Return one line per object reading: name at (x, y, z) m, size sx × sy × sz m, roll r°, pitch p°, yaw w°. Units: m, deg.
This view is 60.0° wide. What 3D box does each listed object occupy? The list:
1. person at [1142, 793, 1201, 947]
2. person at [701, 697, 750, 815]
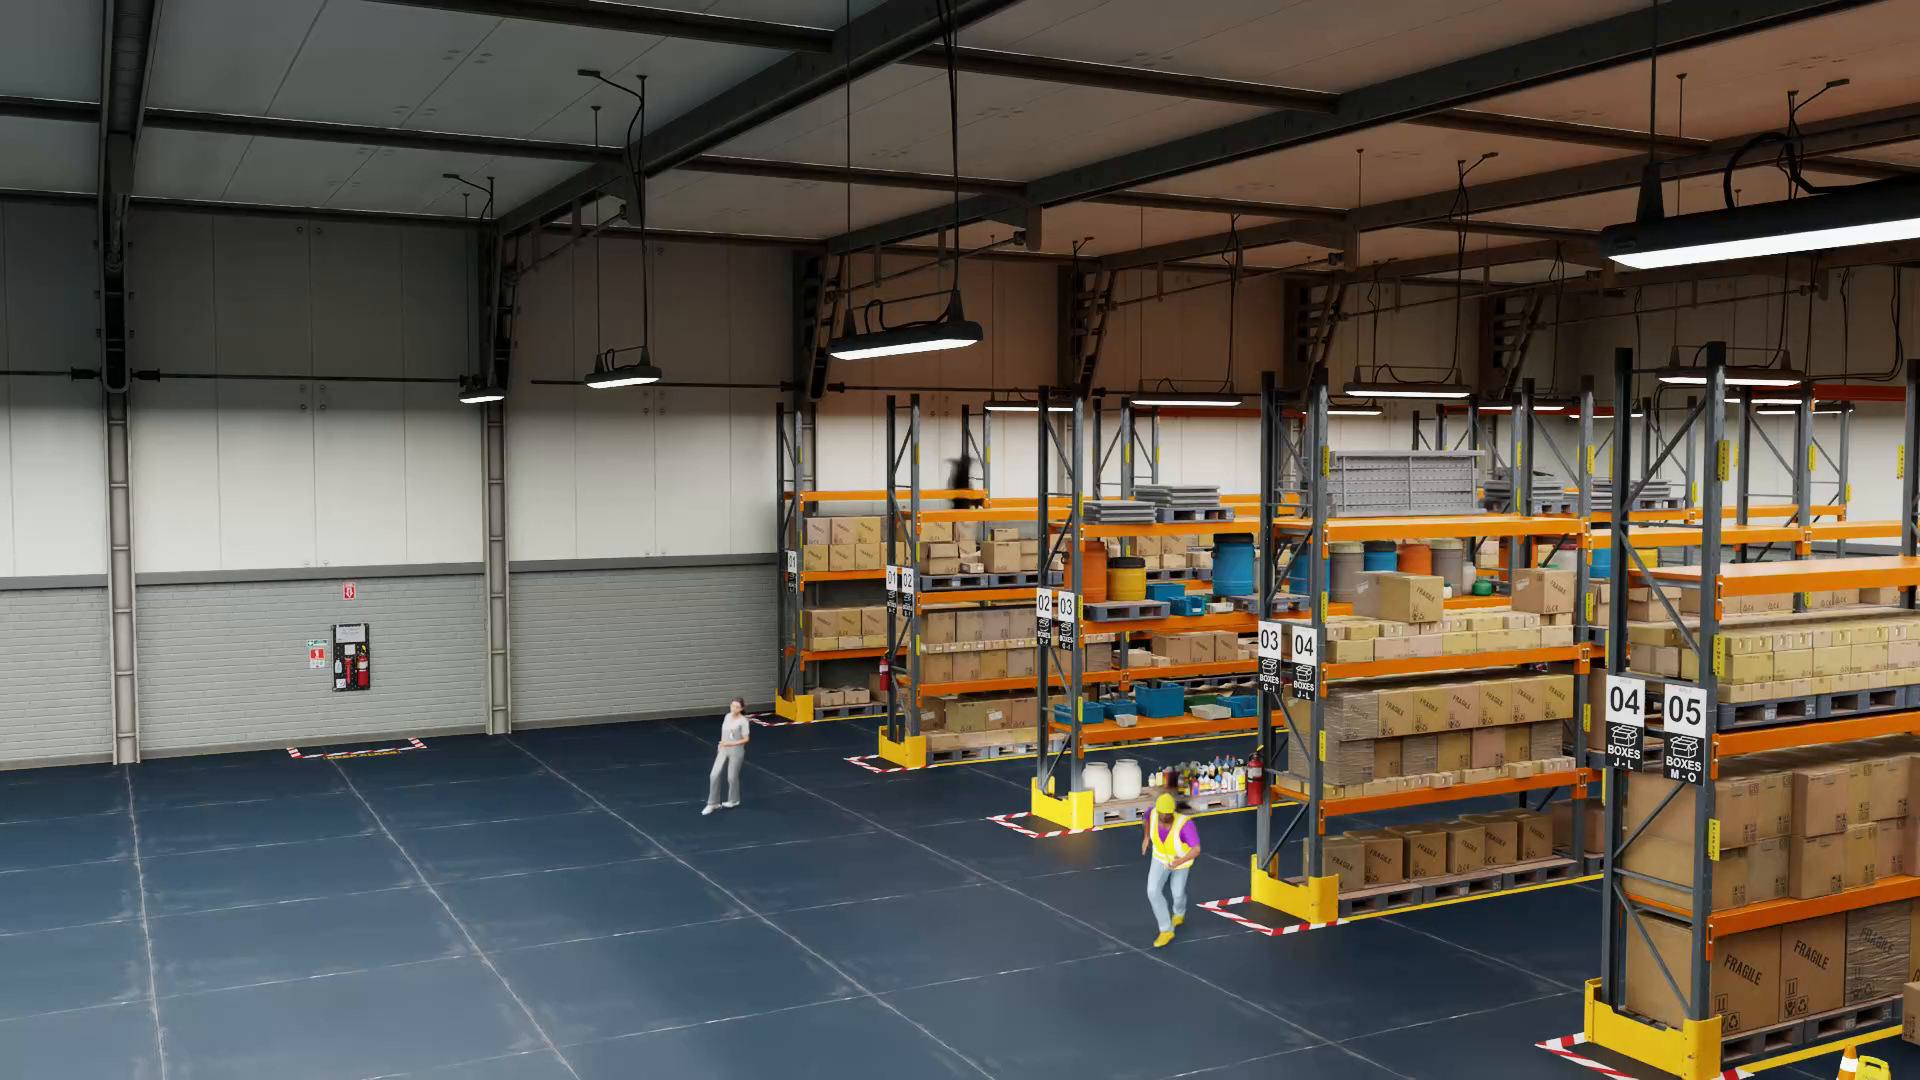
person at (2.223, 3.364, 17.378) m, size 0.728 × 1.587 × 1.083 m, roll 1°, pitch 4°, yaw 24°
person at (-3.215, 3.024, 23.375) m, size 0.677 × 1.683 × 0.634 m, roll 2°, pitch 4°, yaw 25°
